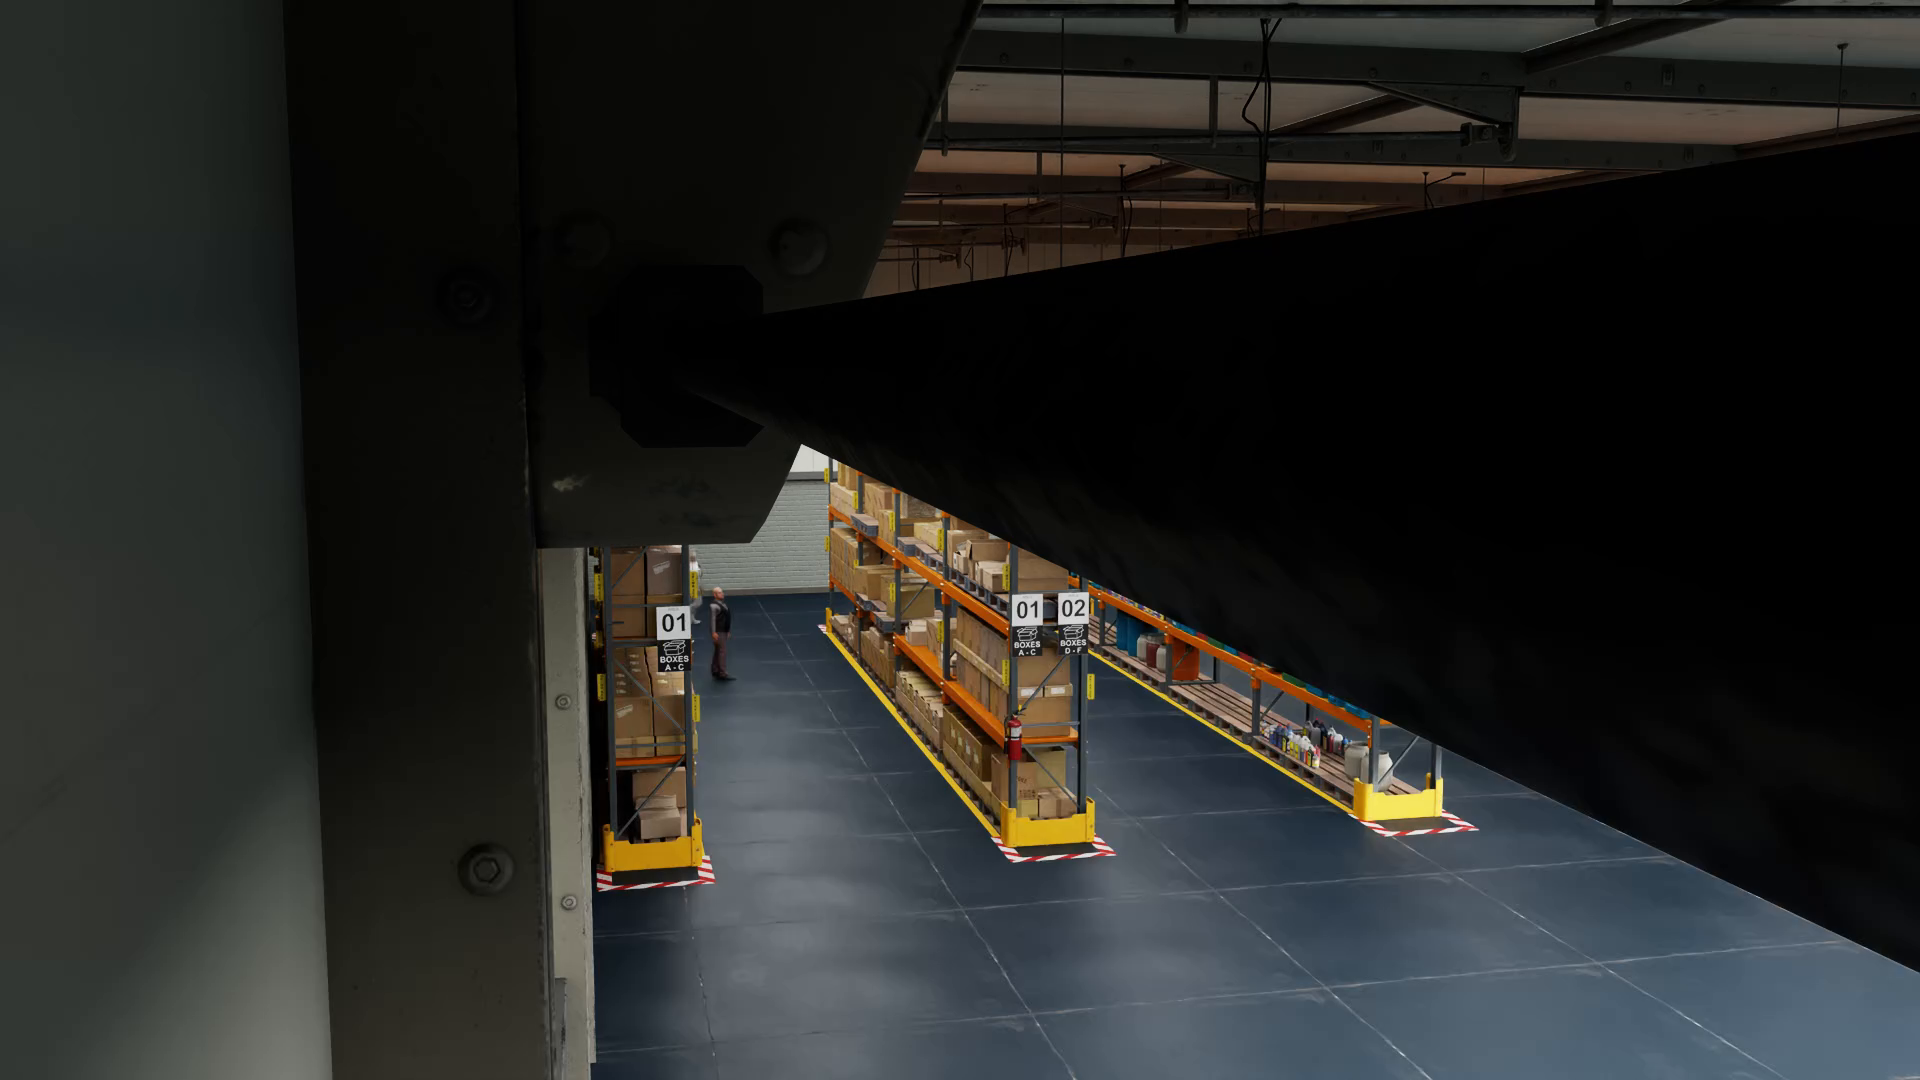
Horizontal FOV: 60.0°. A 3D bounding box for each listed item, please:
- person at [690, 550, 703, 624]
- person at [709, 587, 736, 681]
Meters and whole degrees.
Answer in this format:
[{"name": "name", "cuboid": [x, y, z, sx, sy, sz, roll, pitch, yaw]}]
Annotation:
[{"name": "person", "cuboid": [-6.032, 1.050, 37.301, 0.502, 1.684, 0.462, -1, 7, -10]}, {"name": "person", "cuboid": [-4.464, 1.759, 31.408, 0.528, 1.743, 0.572, 1, 7, 6]}]
